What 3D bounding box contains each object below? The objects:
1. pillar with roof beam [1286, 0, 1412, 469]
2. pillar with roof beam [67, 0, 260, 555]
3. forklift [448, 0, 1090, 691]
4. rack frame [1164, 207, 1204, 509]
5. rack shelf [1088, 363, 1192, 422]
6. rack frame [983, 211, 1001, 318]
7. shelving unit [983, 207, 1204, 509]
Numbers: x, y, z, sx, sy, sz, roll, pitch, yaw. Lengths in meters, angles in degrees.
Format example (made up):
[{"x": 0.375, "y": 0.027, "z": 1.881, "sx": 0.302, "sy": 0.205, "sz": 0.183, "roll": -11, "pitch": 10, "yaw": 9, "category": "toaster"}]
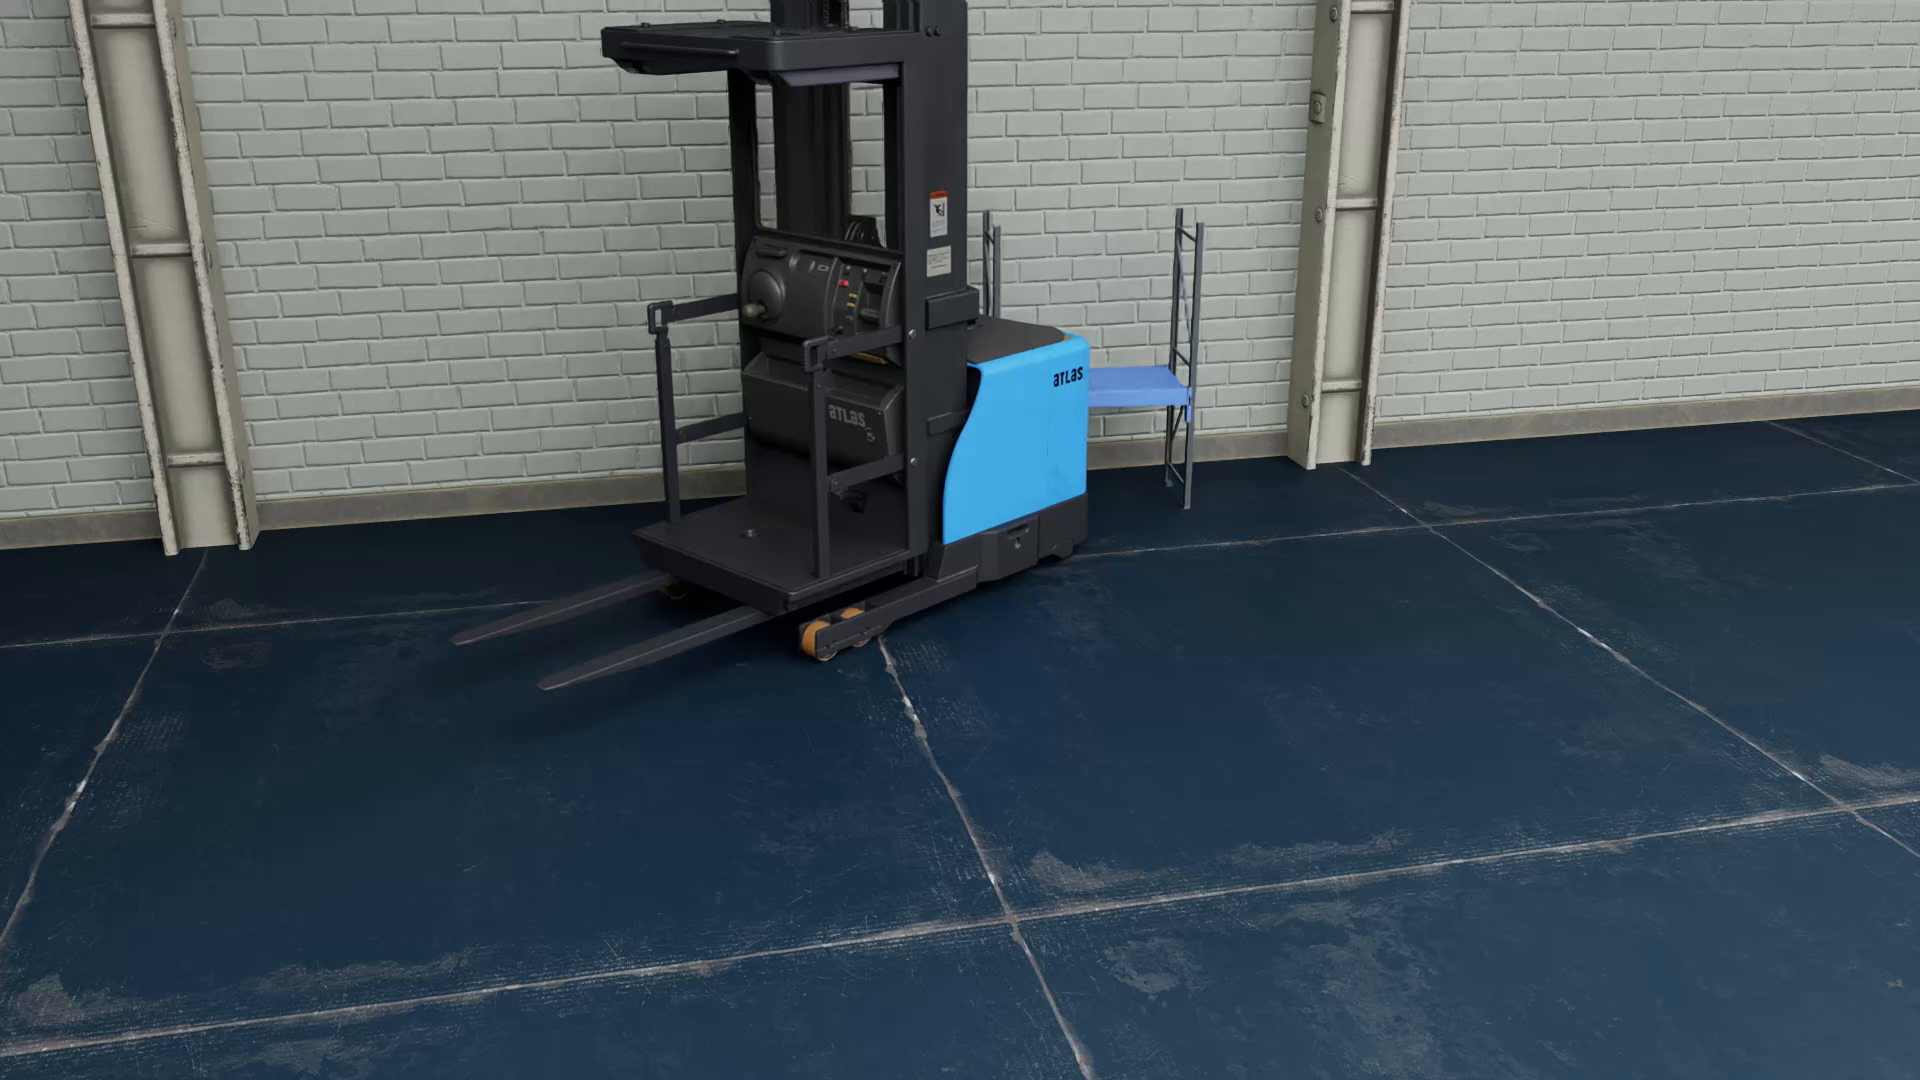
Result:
[{"x": 3.108, "y": -3.251, "z": 4.107, "sx": 0.400, "sy": 9.000, "sz": 9.100, "roll": -5, "pitch": 21, "yaw": -12, "category": "pillar with roof beam"}, {"x": -2.731, "y": -2.776, "z": 2.810, "sx": 0.400, "sy": 9.000, "sz": 9.100, "roll": -5, "pitch": 21, "yaw": -12, "category": "pillar with roof beam"}, {"x": -0.748, "y": -1.069, "z": 6.972, "sx": 1.130, "sy": 2.935, "sz": 3.031, "roll": 18, "pitch": 27, "yaw": 40, "category": "forklift"}, {"x": 1.171, "y": -0.952, "z": 8.732, "sx": 0.032, "sy": 1.500, "sz": 0.500, "roll": -2, "pitch": 20, "yaw": -5, "category": "rack frame"}, {"x": 0.666, "y": -0.765, "z": 8.746, "sx": 1.000, "sy": 0.185, "sz": 0.538, "roll": -2, "pitch": 20, "yaw": -5, "category": "rack shelf"}, {"x": 0.160, "y": -0.916, "z": 8.635, "sx": 0.032, "sy": 1.500, "sz": 0.500, "roll": -2, "pitch": 20, "yaw": -5, "category": "rack frame"}, {"x": 0.666, "y": -0.934, "z": 8.684, "sx": 1.048, "sy": 1.500, "sz": 0.538, "roll": -2, "pitch": 20, "yaw": -5, "category": "shelving unit"}]
